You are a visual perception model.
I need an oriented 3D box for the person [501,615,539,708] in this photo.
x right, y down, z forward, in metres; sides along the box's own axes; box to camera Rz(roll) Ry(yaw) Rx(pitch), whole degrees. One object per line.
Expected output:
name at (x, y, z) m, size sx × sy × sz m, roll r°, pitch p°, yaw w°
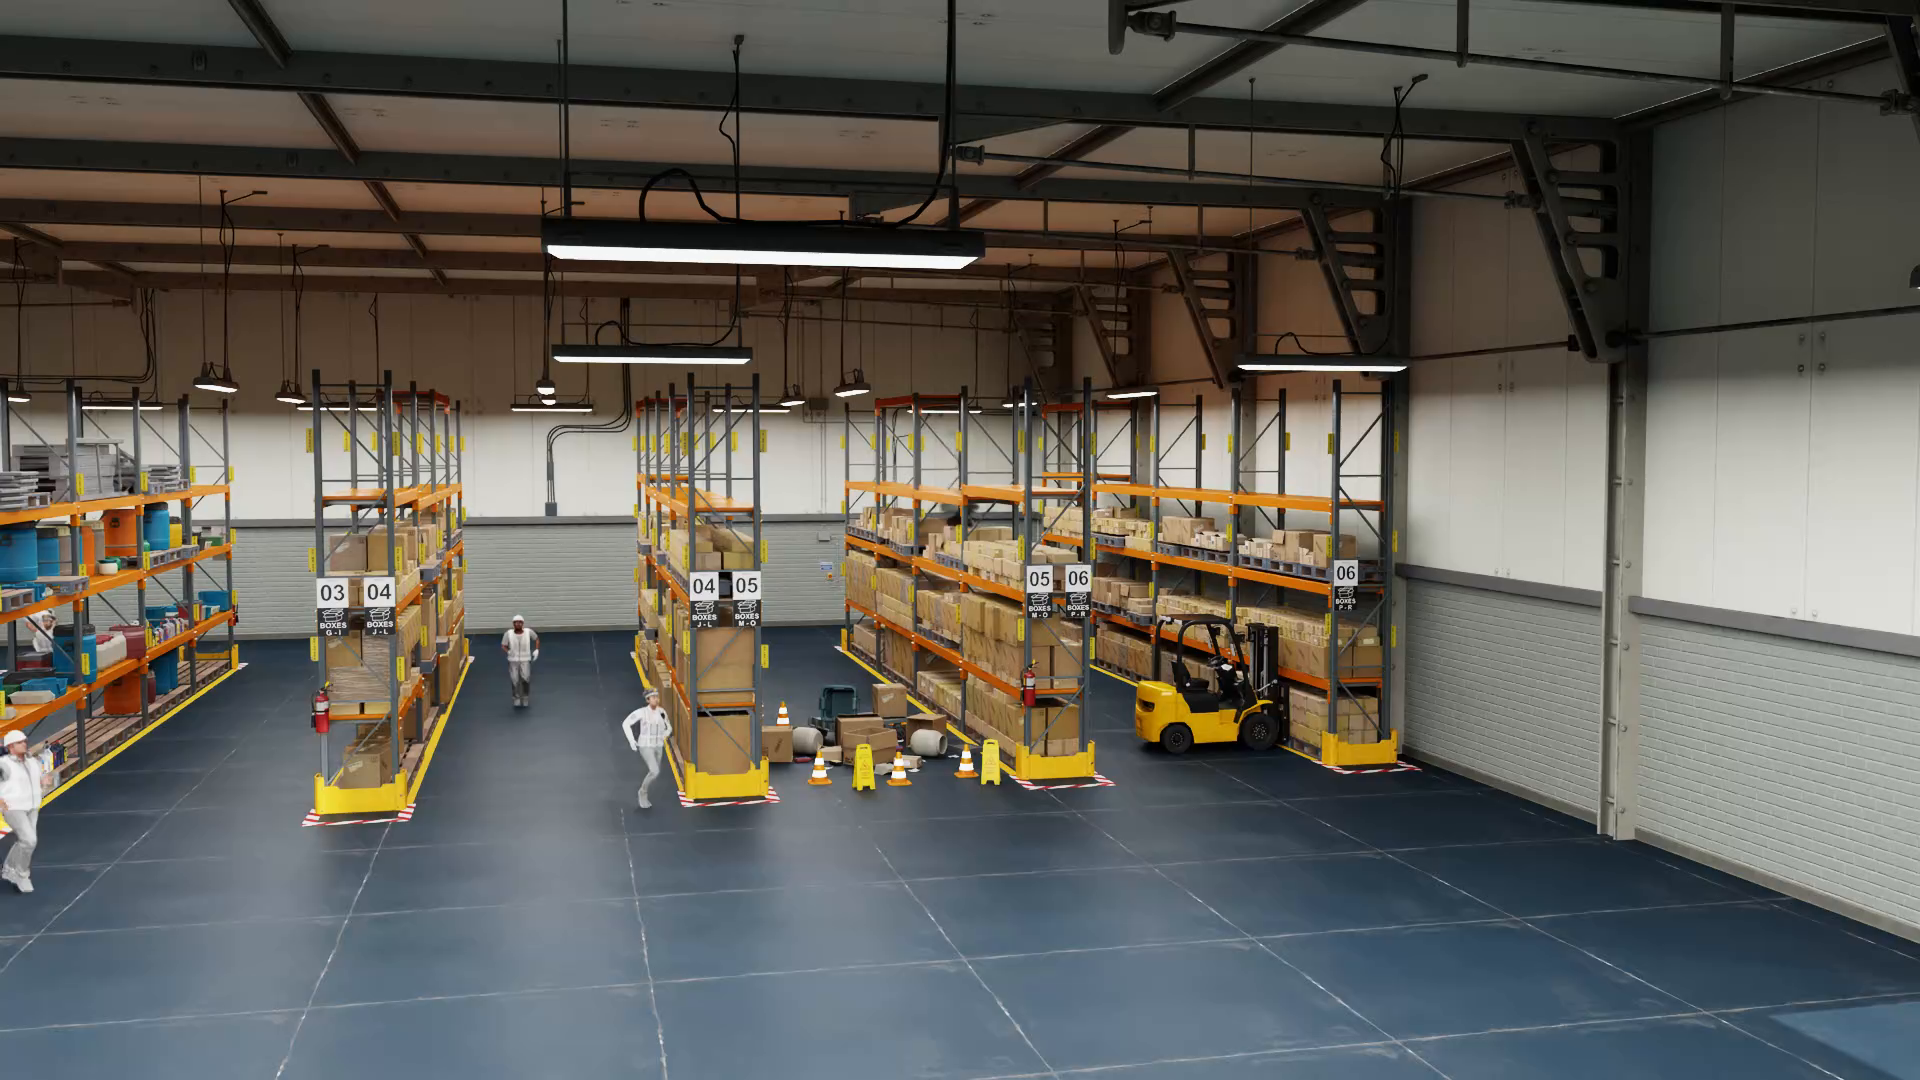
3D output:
person at (-8.321, 2.306, 31.477) m, size 0.708 × 1.774 × 0.659 m, roll -1°, pitch 3°, yaw -15°

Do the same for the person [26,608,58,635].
person at (-20.050, 2.053, 36.424) m, size 0.547 × 1.712 × 0.698 m, roll 2°, pitch 4°, yaw 33°

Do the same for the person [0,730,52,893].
person at (-10.547, 3.046, 18.692) m, size 0.706 × 1.820 × 0.638 m, roll 1°, pitch 3°, yaw 15°

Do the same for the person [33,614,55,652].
person at (-17.879, 2.284, 32.627) m, size 0.595 × 1.665 × 0.557 m, roll -1°, pitch 4°, yaw -21°

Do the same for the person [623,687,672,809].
person at (-4.230, 2.847, 22.826) m, size 0.580 × 1.657 × 0.624 m, roll 3°, pitch 4°, yaw 41°
